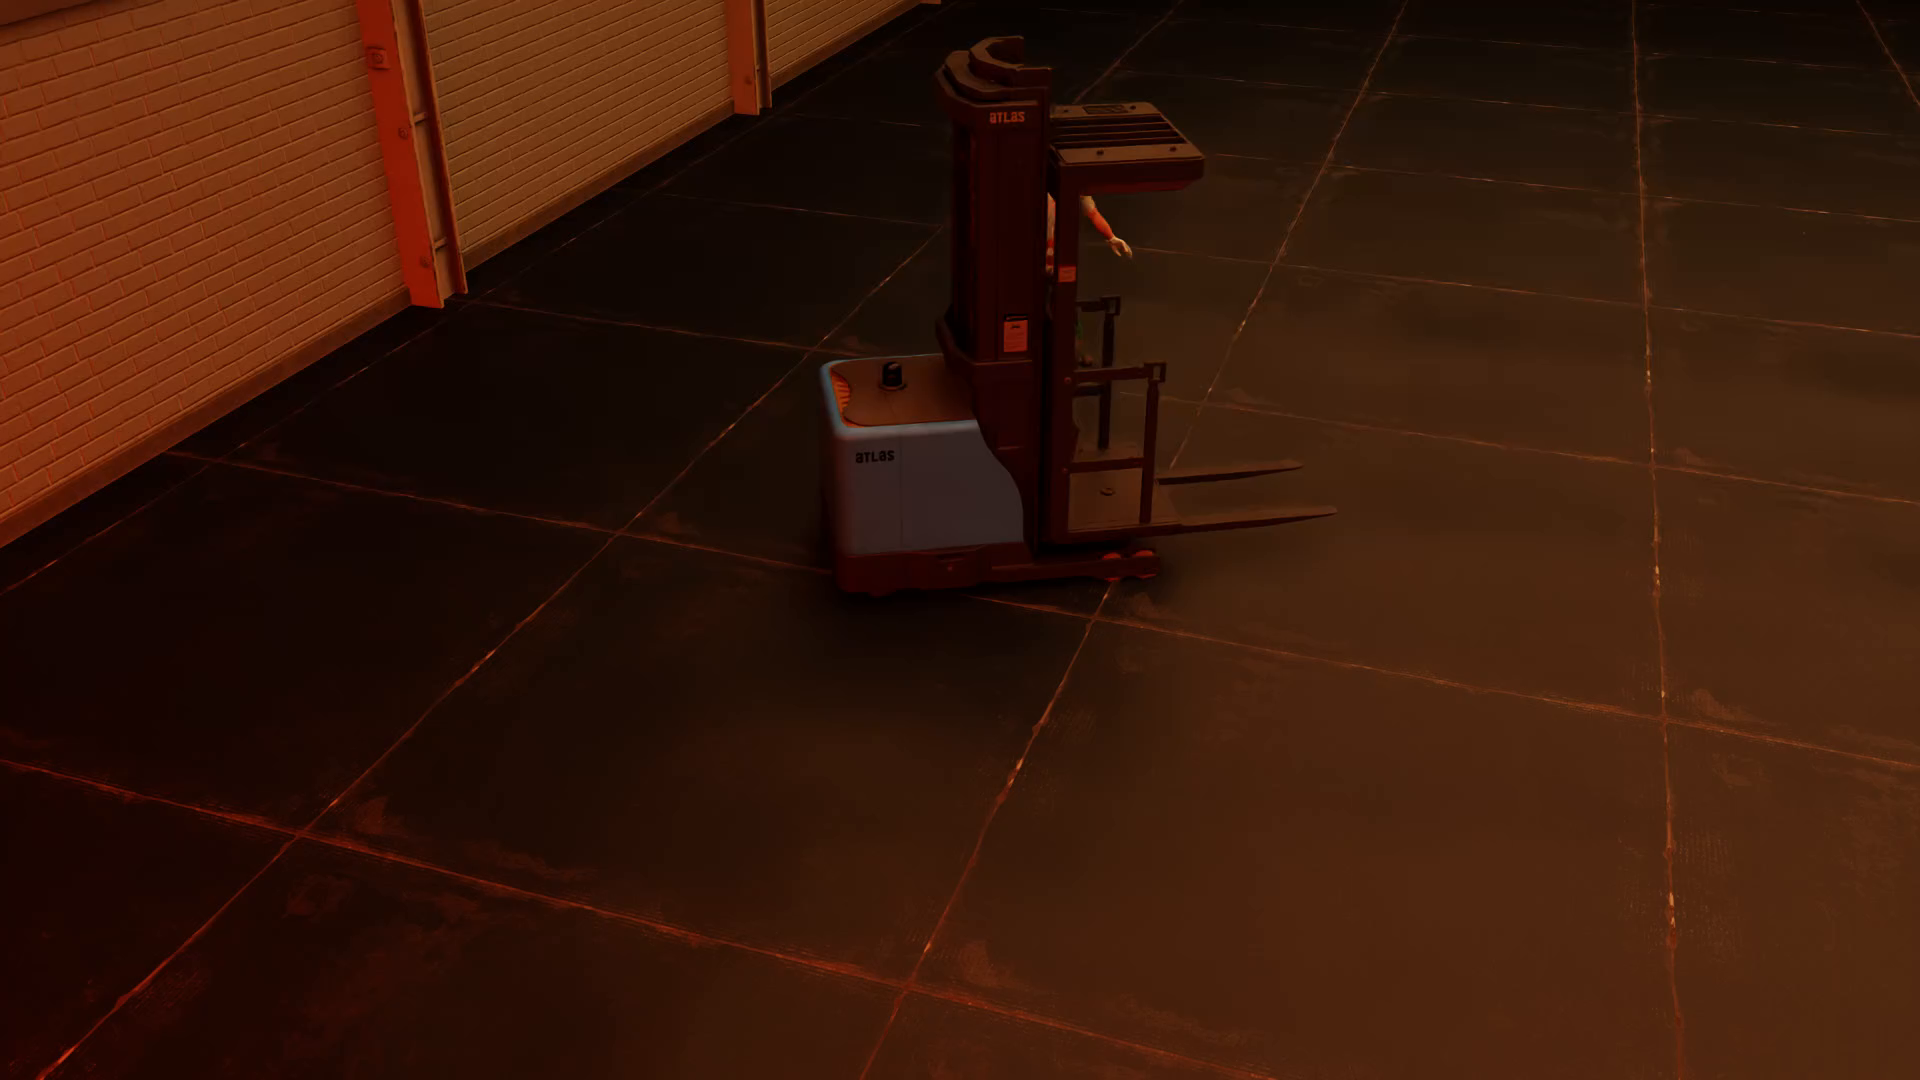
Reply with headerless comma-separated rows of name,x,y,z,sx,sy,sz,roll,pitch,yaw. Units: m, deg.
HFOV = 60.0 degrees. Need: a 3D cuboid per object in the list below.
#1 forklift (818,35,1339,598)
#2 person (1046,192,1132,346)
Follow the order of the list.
forklift,0.719,-1.283,9.388,3.031,2.935,1.130,-5,30,-8
person,0.657,-2.065,12.158,1.204,1.676,0.526,-13,32,-22
